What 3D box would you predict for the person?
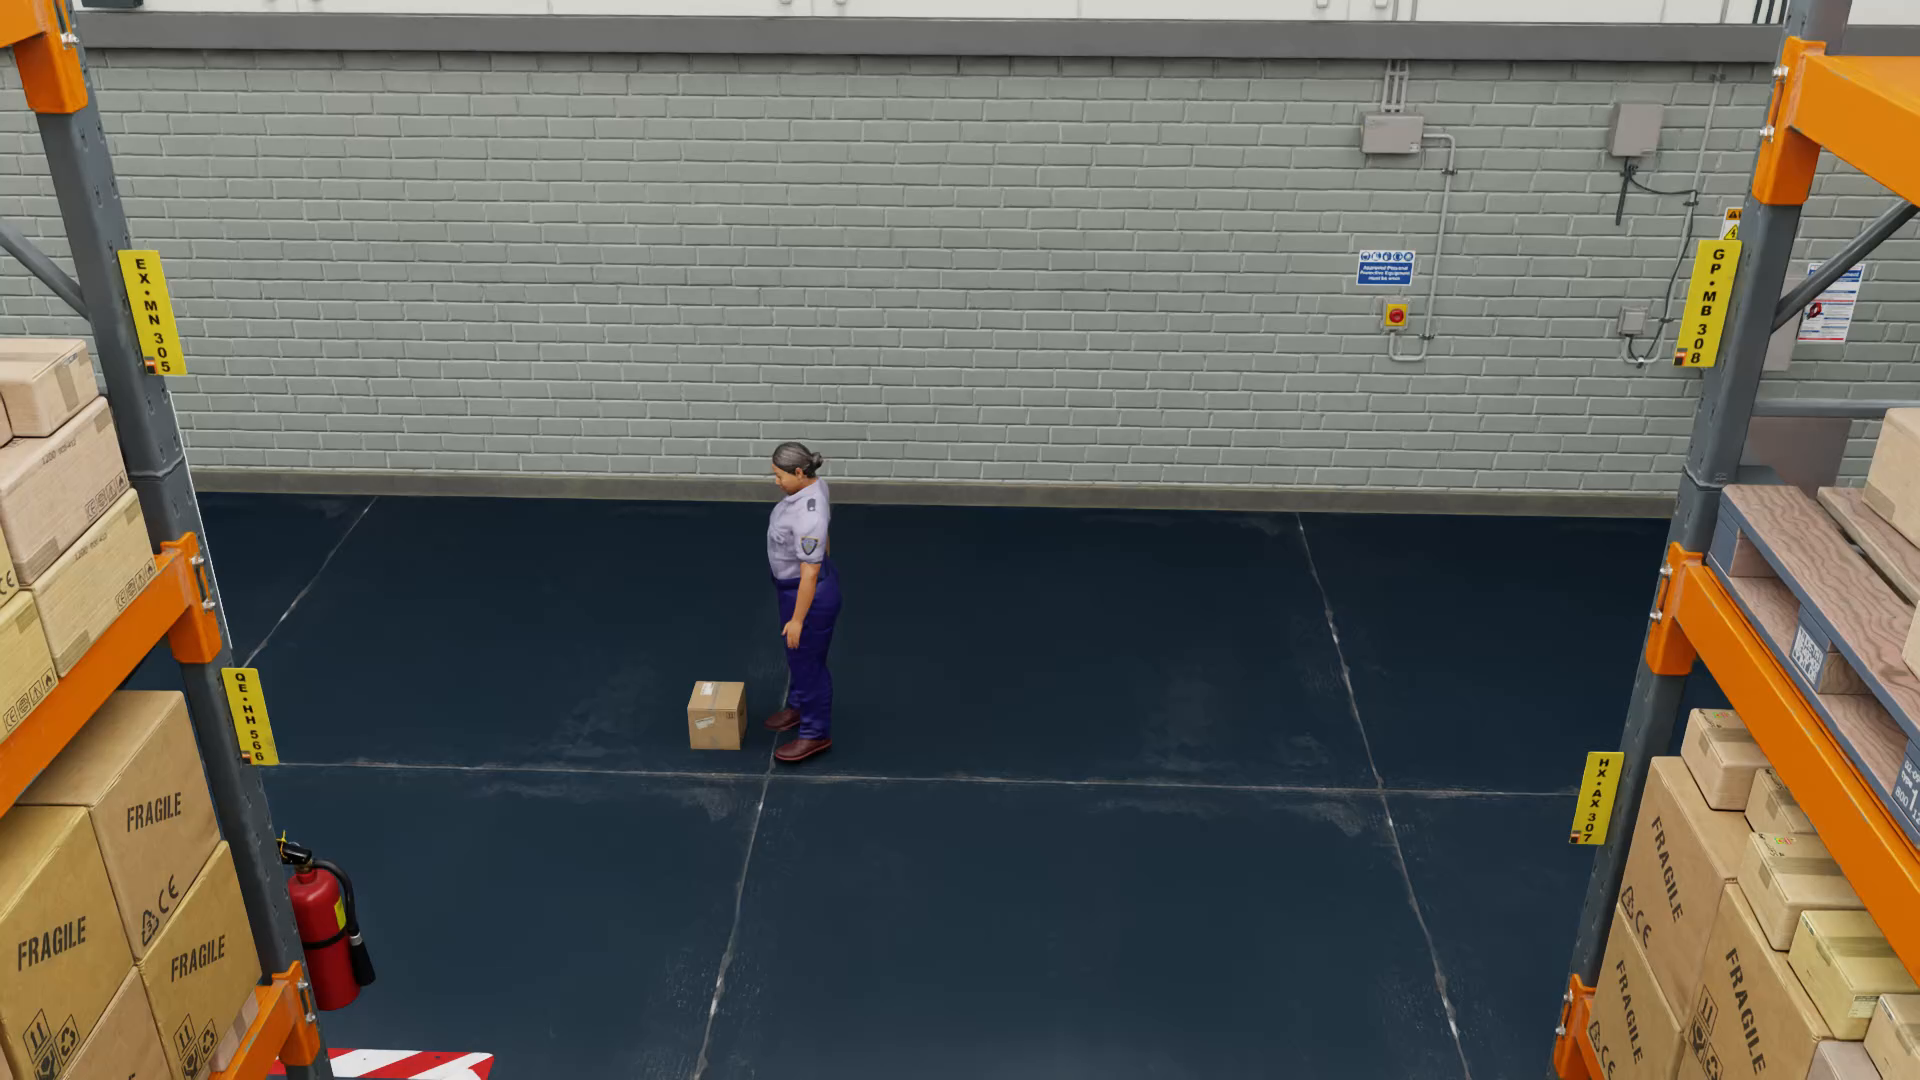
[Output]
[{"bbox_3d":[-0.785,0.297,8.071,0.420,1.673,0.561,-3,28,-6],"label":"person"}]
